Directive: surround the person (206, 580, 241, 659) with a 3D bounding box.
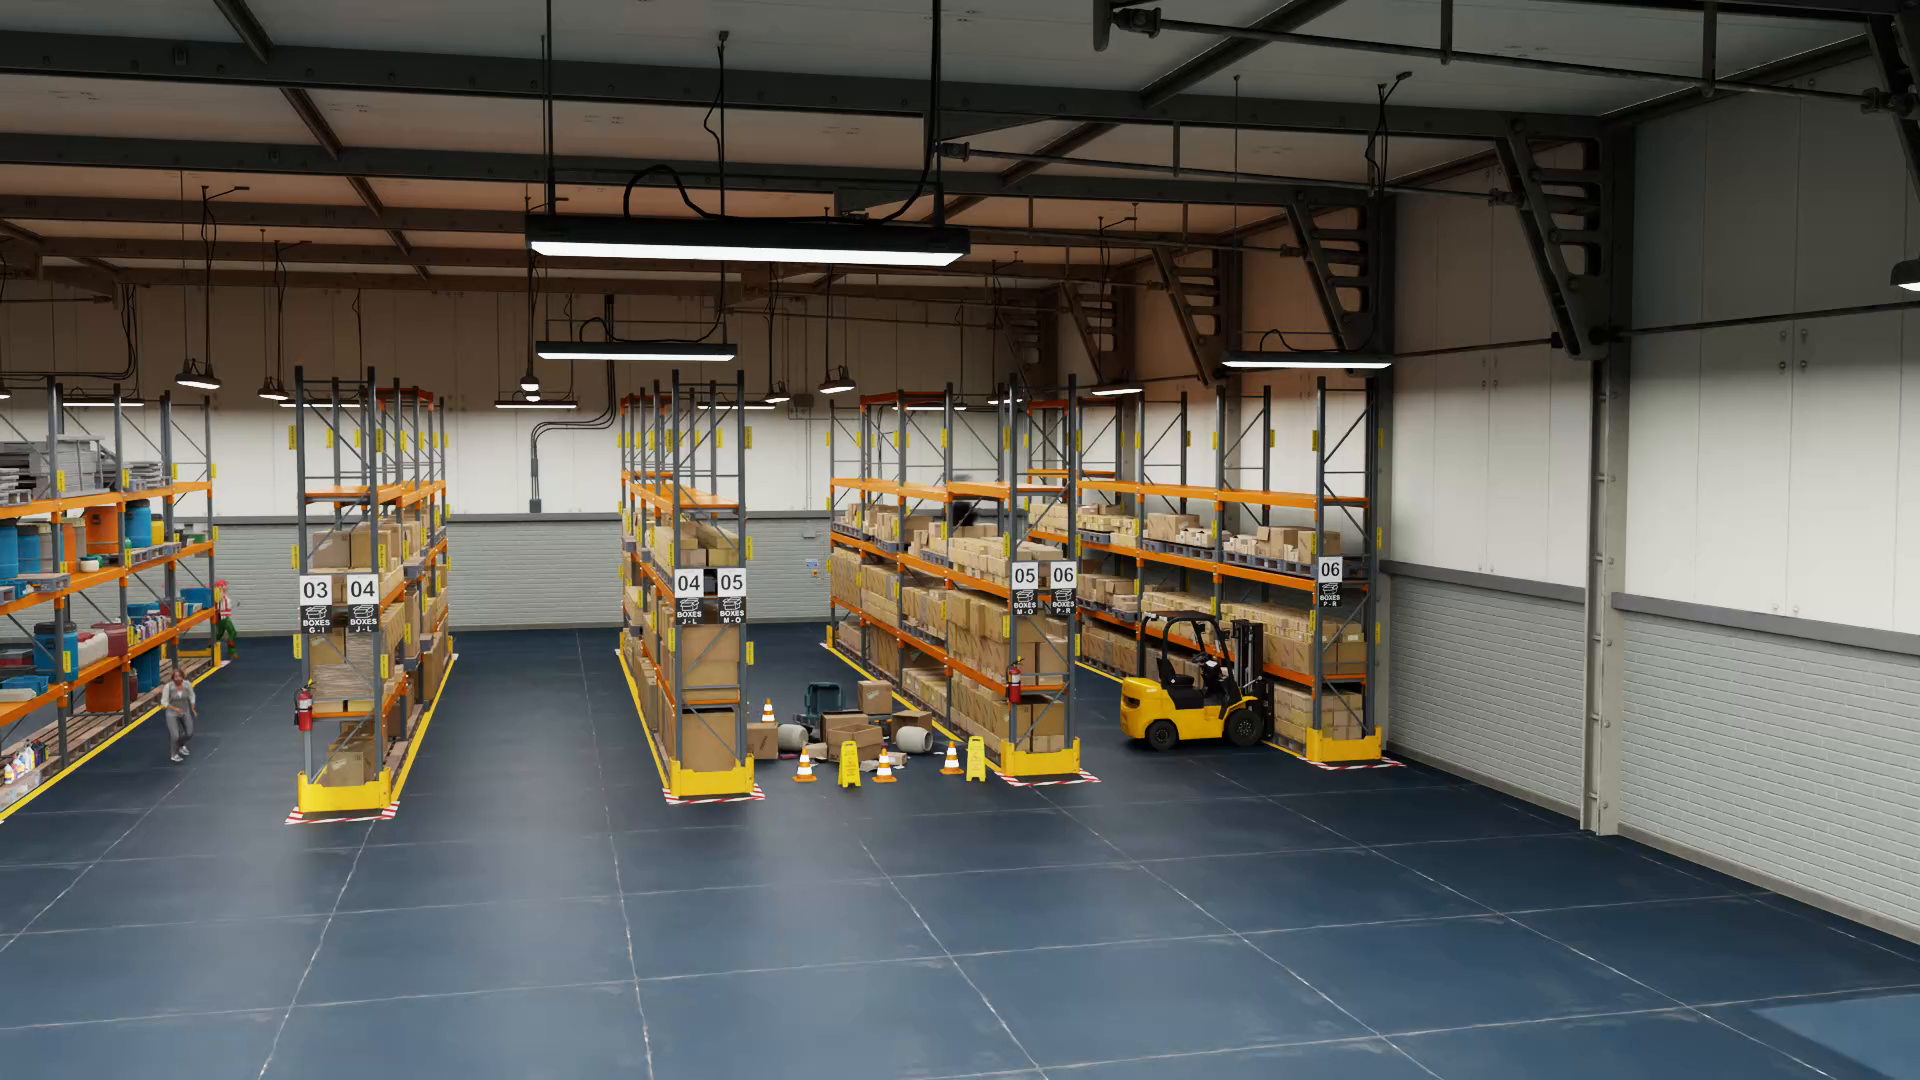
[{"bbox_3d":[-16.884,1.830,38.073,0.804,1.844,0.643,-1,4,-18],"label":"person"}]

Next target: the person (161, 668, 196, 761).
[{"bbox_3d":[-12.167,2.717,25.884,0.524,1.492,0.707,-3,4,-40],"label":"person"}]
